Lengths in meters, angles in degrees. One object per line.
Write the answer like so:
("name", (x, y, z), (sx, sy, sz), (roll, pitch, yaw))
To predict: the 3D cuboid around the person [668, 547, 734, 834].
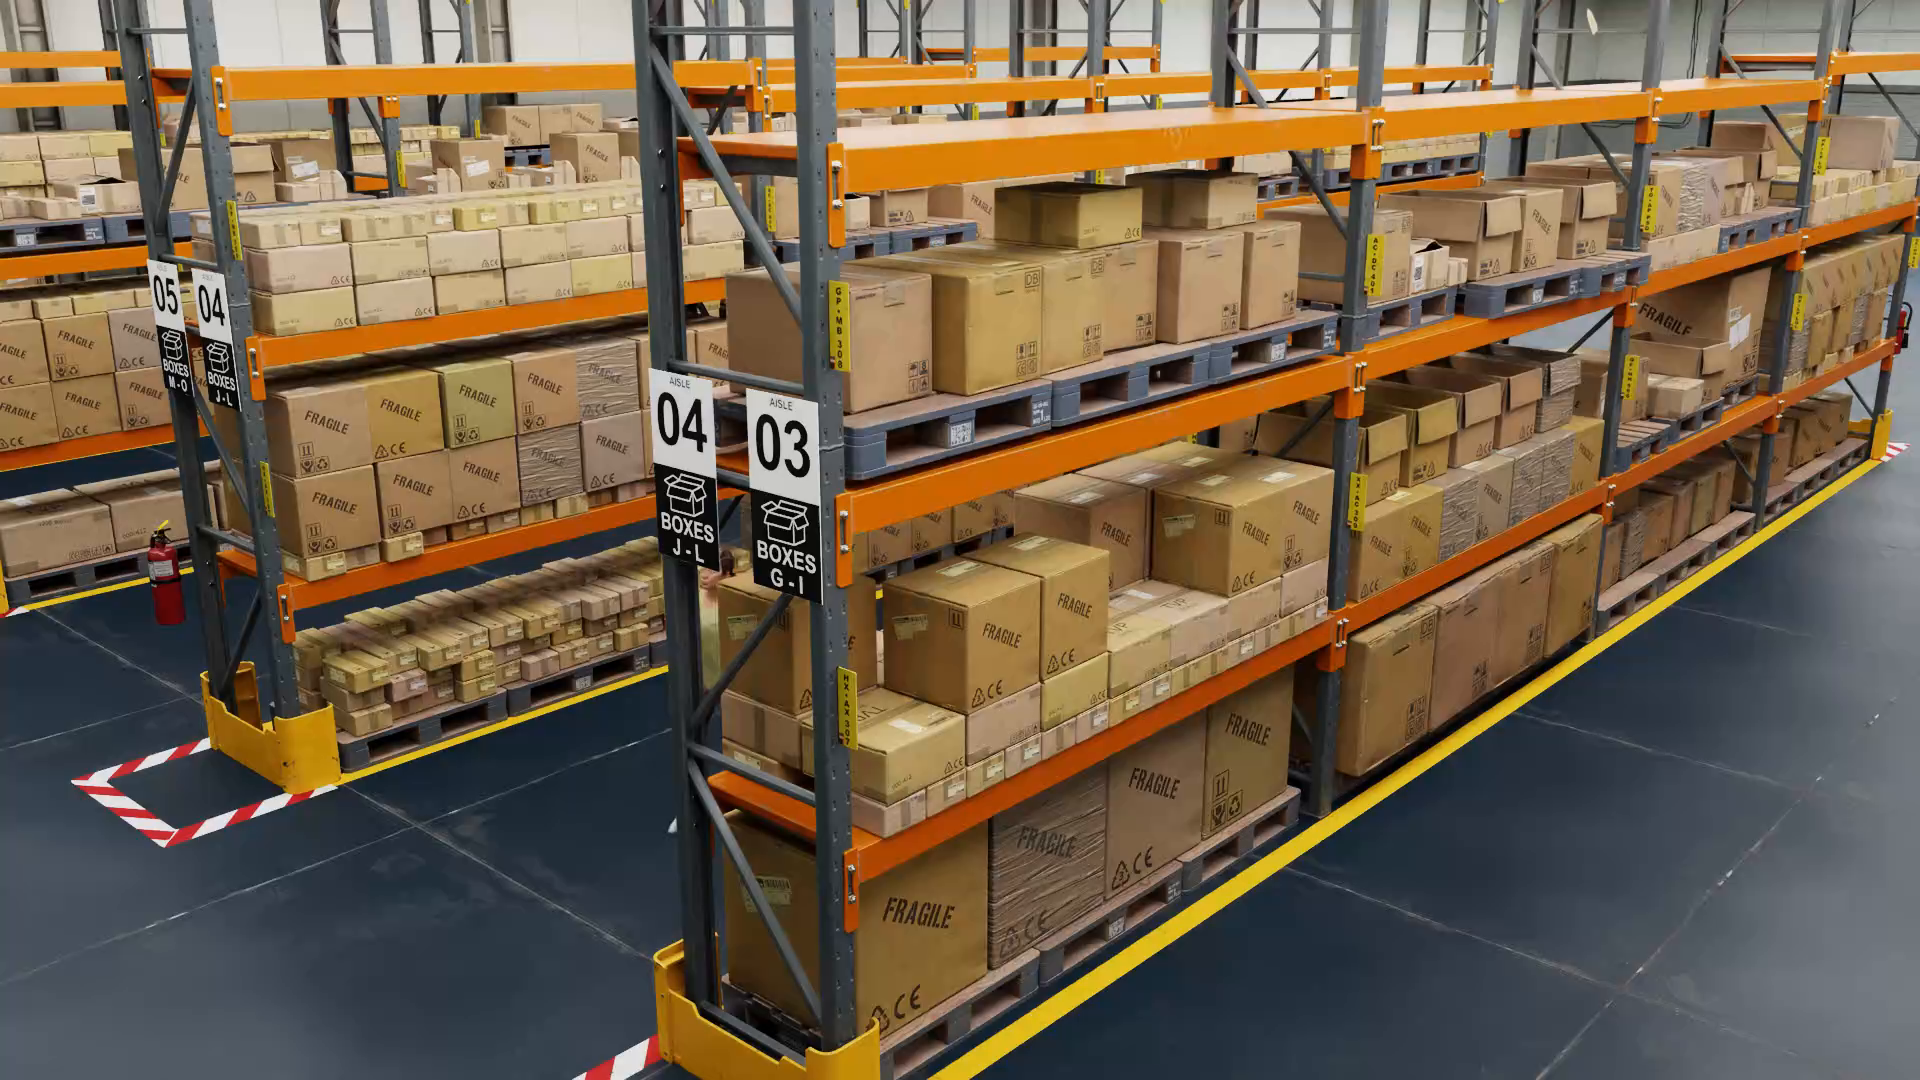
("person", (-1.429, 0.845, 9.804), (0.448, 1.615, 0.989), (5, 18, 17))
